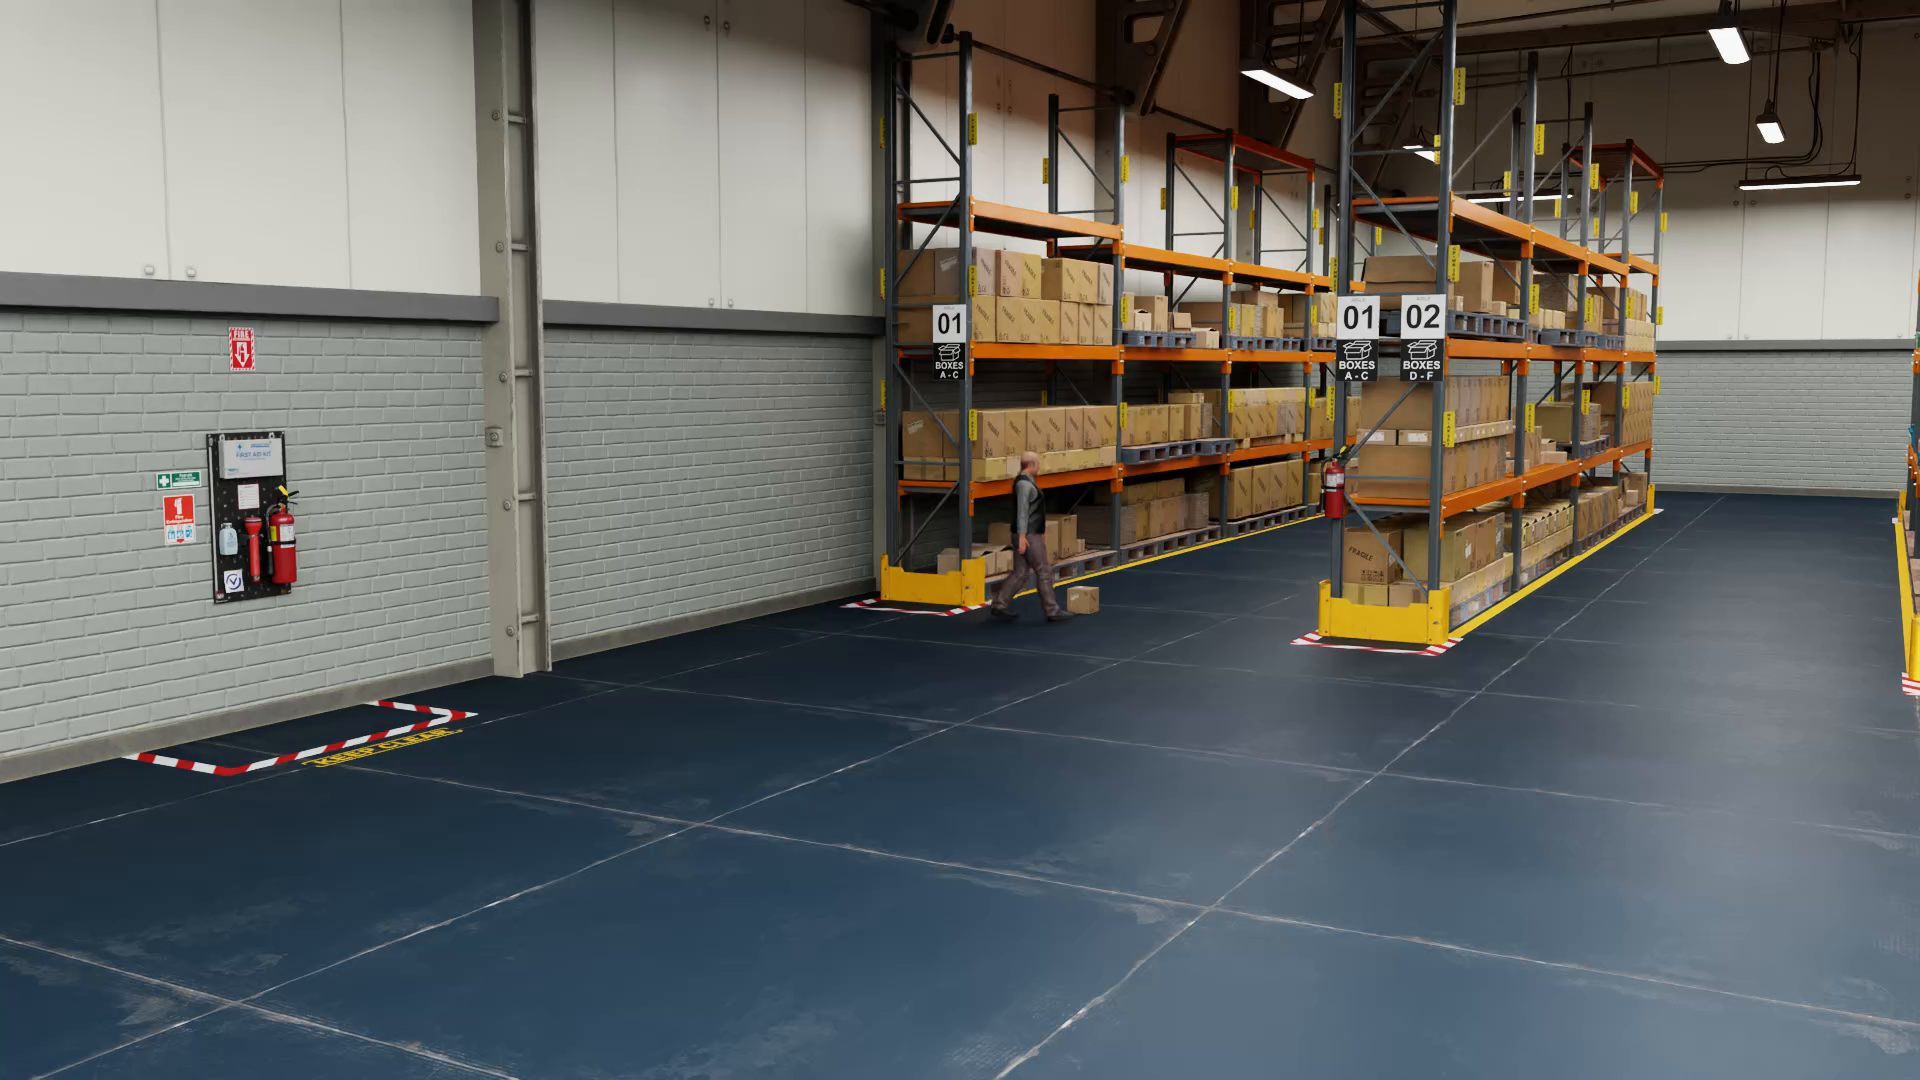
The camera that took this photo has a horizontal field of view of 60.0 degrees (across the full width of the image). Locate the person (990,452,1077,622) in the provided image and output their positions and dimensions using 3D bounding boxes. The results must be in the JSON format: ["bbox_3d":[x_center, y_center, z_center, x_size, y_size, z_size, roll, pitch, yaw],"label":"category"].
[{"bbox_3d":[0.727,-0.040,16.661,0.855,1.694,0.573,0,6,-4],"label":"person"}]
